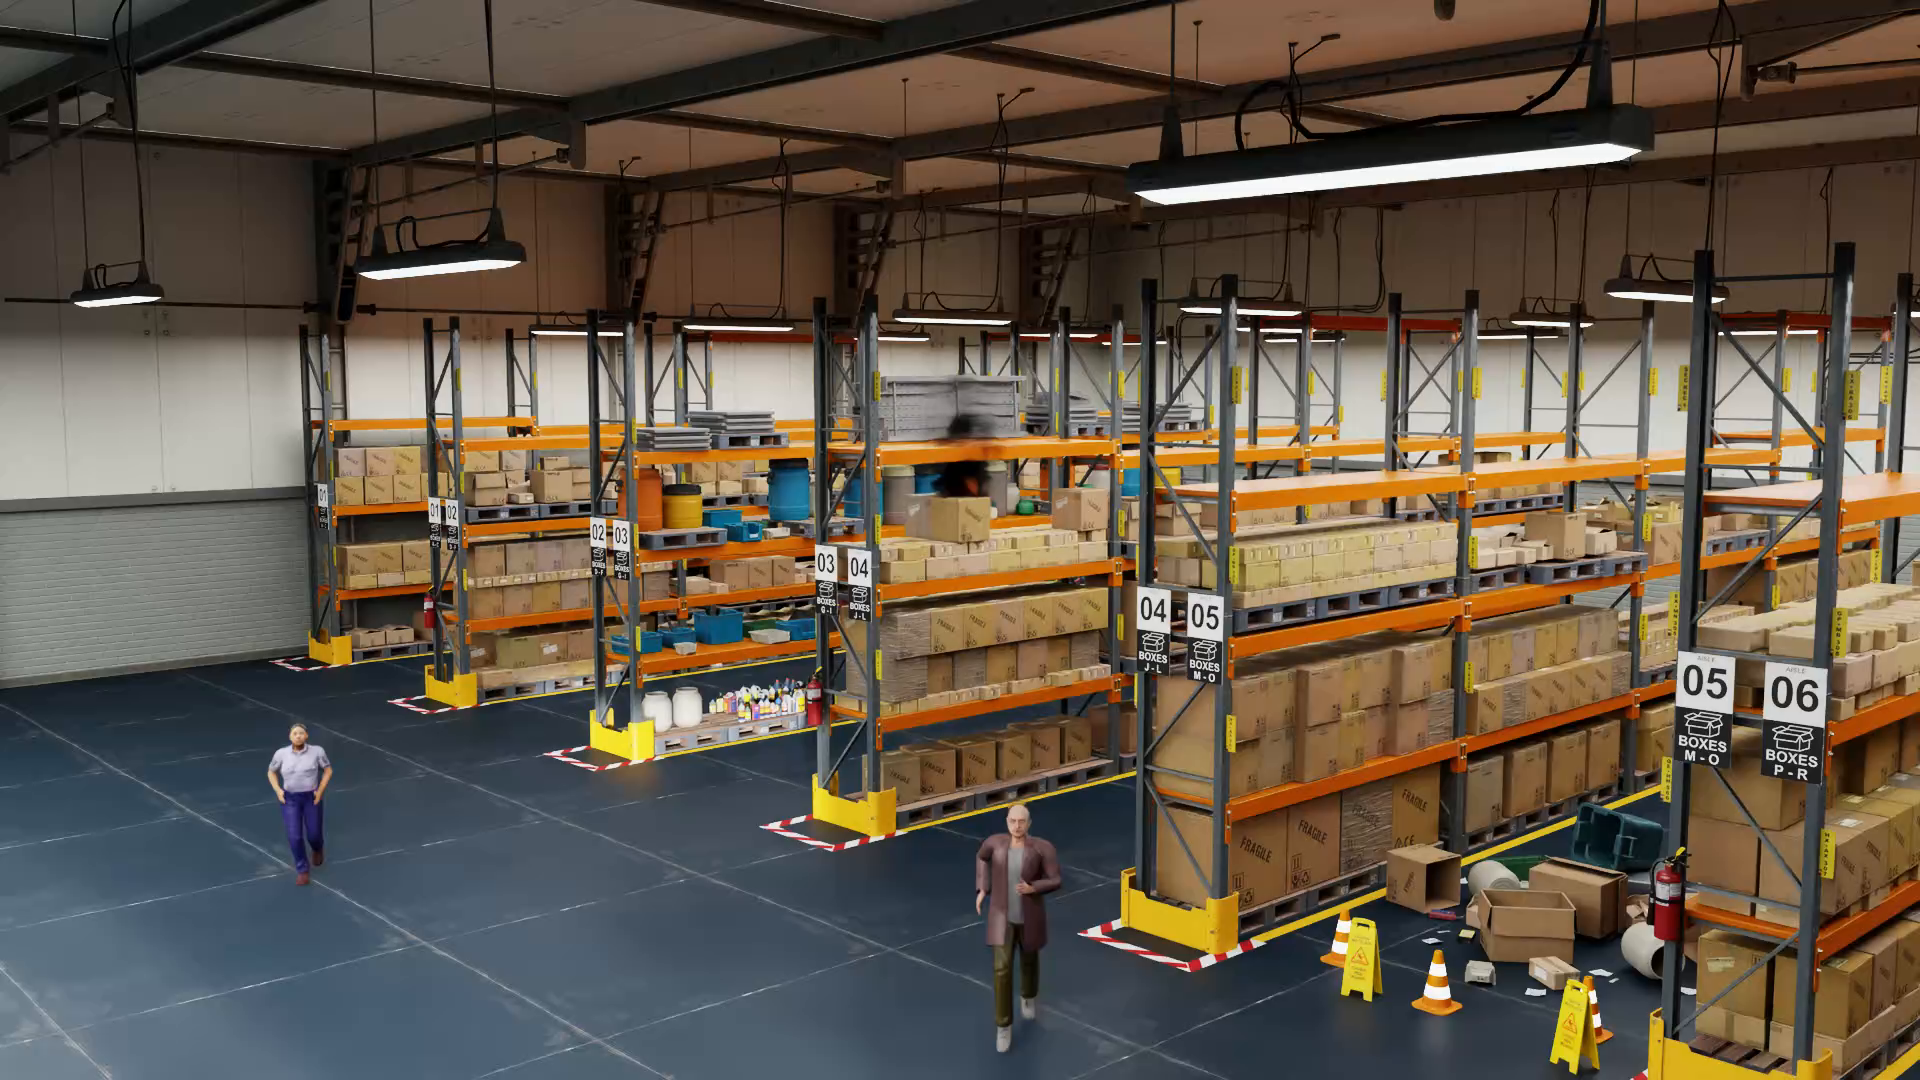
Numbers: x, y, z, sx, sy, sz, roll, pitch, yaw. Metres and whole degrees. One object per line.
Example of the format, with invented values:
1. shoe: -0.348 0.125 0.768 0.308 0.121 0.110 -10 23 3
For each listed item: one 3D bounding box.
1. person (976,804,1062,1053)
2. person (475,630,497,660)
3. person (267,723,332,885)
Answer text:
1. person: 0.449 2.995 12.963 0.693 1.705 0.968 1 6 6
2. person: -8.067 1.460 28.036 0.641 1.852 0.760 5 7 39
3. person: -6.720 2.663 16.946 0.614 1.606 0.566 -2 6 -19
